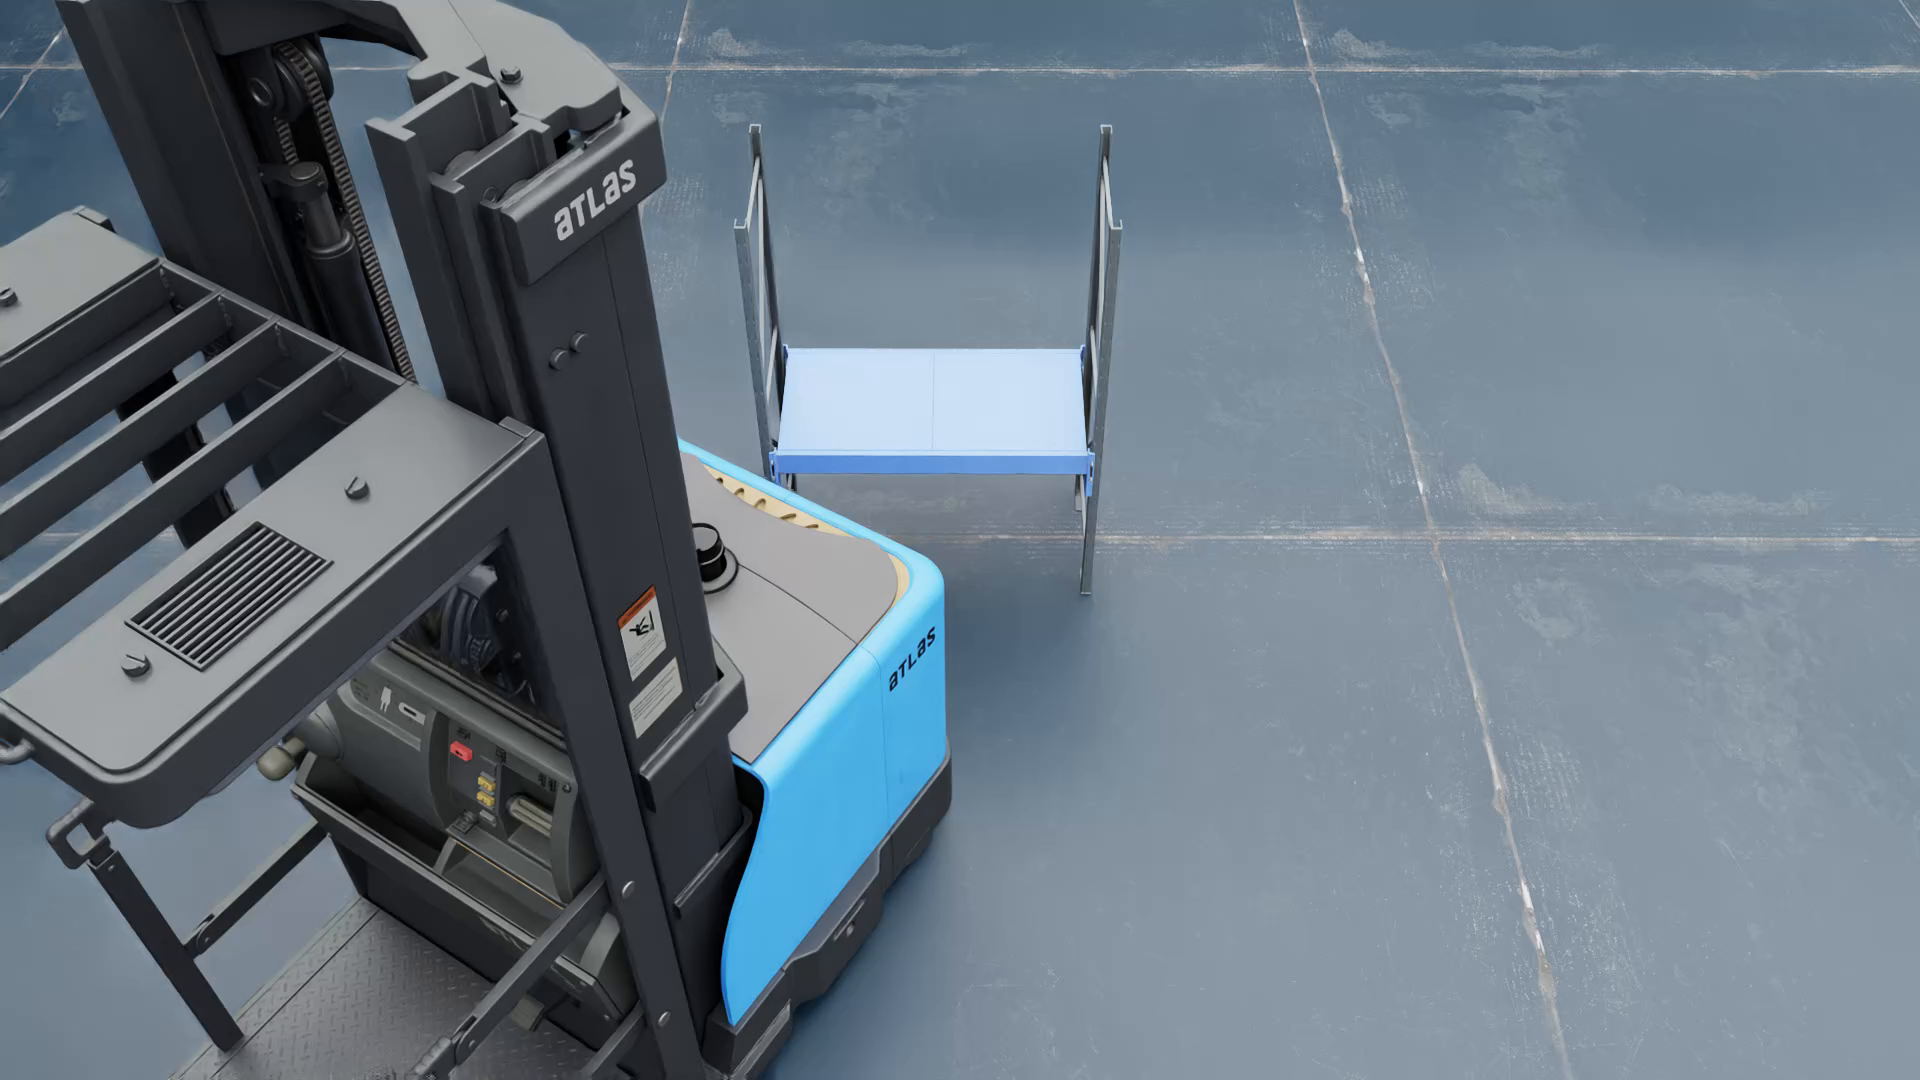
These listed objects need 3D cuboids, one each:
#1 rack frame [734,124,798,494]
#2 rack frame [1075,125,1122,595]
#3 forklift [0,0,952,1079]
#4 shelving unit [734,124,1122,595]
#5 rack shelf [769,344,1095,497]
[{"bbox_3d":[-0.594,-0.513,5.203,0.032,1.500,0.500,0,47,0],"label":"rack frame"},{"bbox_3d":[0.423,-0.510,5.200,0.032,1.500,0.500,0,47,0],"label":"rack frame"},{"bbox_3d":[-1.244,0.516,3.268,1.130,2.935,3.031,25,52,22],"label":"forklift"},{"bbox_3d":[-0.085,-0.511,5.201,1.048,1.500,0.538,0,47,0],"label":"shelving unit"},{"bbox_3d":[-0.085,-0.389,5.333,1.000,0.185,0.538,0,47,0],"label":"rack shelf"}]
